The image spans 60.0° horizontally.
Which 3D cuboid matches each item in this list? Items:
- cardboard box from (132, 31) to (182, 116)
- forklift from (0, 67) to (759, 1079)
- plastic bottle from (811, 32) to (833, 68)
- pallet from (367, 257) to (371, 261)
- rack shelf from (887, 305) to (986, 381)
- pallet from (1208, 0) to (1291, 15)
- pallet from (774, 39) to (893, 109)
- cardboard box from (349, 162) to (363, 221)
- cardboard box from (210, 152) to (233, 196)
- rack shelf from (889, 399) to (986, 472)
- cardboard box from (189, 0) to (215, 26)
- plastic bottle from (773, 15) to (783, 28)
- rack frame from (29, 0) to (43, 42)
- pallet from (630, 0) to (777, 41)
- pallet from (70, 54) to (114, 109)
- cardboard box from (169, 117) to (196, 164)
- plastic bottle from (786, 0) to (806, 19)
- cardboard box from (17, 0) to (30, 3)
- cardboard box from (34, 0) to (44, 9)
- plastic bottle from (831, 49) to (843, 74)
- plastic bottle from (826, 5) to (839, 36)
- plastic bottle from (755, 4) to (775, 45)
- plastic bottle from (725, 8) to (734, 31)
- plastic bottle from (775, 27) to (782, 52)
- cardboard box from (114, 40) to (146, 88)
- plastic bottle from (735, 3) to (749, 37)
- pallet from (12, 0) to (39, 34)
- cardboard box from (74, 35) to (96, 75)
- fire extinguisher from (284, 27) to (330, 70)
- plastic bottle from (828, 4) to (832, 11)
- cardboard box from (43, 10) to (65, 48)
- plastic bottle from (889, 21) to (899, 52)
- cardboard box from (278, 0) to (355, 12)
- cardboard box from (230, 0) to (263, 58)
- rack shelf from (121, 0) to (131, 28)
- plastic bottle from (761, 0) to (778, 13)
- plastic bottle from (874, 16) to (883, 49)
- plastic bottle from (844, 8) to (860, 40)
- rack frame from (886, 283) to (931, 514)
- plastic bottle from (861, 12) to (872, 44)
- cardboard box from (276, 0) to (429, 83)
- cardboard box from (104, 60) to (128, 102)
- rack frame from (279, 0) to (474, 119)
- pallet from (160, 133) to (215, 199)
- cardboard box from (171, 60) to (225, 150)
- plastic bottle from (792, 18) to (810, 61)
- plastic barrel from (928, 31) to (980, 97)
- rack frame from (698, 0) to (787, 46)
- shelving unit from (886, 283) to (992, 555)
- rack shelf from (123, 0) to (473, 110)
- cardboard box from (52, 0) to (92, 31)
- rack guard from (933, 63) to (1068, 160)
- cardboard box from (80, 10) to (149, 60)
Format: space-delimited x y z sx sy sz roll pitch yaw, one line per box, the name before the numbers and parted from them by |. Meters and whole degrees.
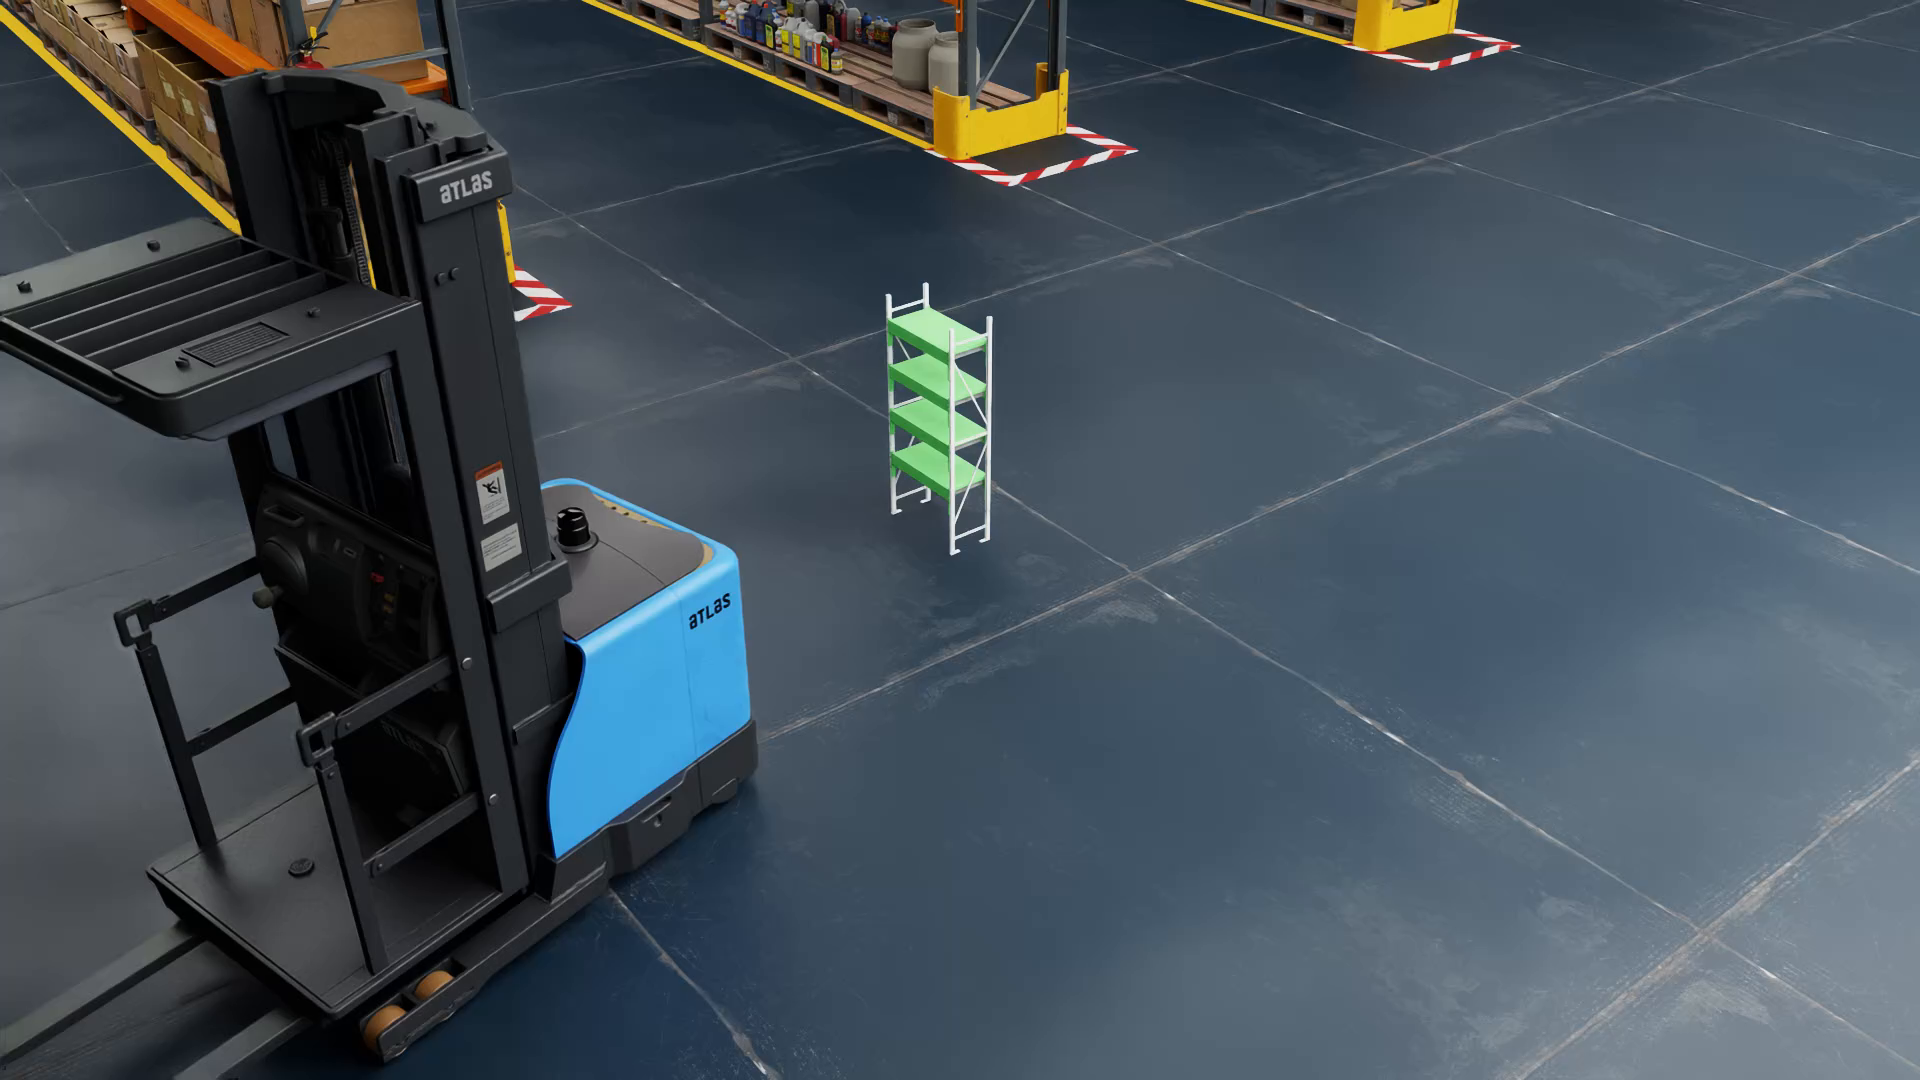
cardboard box | -5.915 -3.583 12.674 0.500 0.500 0.500 -22 38 -31
forklift | -2.103 0.168 5.201 1.130 2.935 3.031 22 38 31
plastic bottle | -1.190 -4.250 14.415 0.152 0.276 0.135 -22 38 -31
pallet | -4.002 -2.003 11.274 1.003 0.211 1.213 -22 38 -31
rack shelf | -0.101 -0.932 7.825 0.258 0.148 0.480 -22 38 -31
pallet | 3.067 -5.791 17.373 1.003 0.211 1.213 -22 38 -31
pallet | -0.906 -4.163 14.753 1.003 0.211 1.213 -22 38 -31
cardboard box | -4.063 -2.338 10.669 0.500 0.500 0.500 -22 38 -31
cardboard box | -4.991 -2.641 11.868 0.500 0.250 0.500 -22 38 -31
rack shelf | -0.101 -0.524 8.078 0.258 0.148 0.480 -22 38 -31
cardboard box | -5.042 -3.980 11.721 0.700 0.500 0.500 -22 38 -31
plastic bottle | -1.635 -4.579 14.949 0.097 0.271 0.097 0 32 0
rack frame | -8.405 -6.216 15.415 1.000 3.000 0.127 -22 38 -31
pallet | -2.550 -5.280 16.551 1.003 0.211 1.213 -22 38 -31
pallet | -7.187 -4.168 14.760 1.003 0.211 1.213 -22 38 -31
cardboard box | -5.605 -3.058 12.539 0.500 0.250 0.500 -22 38 -31
plastic bottle | -1.529 -4.990 15.535 0.144 0.351 0.185 -22 38 -31
cardboard box | -9.164 -5.655 16.464 0.500 0.500 0.500 -21 37 -30
cardboard box | -8.316 -5.151 15.378 0.500 0.311 0.500 -21 37 -30
plastic bottle | -1.057 -4.105 14.251 0.097 0.201 0.097 0 32 0
plastic bottle | -1.164 -4.749 15.211 0.061 0.283 0.133 -22 38 -31
plastic bottle | -1.754 -4.662 15.007 0.144 0.351 0.185 -24 39 -33
plastic bottle | -2.126 -4.831 15.421 0.097 0.201 0.097 0 32 0
plastic bottle | -1.599 -4.473 14.845 0.097 0.201 0.097 0 32 0
cardboard box | -6.427 -3.874 13.320 0.500 0.311 0.500 -22 38 -31
plastic bottle | -1.968 -4.779 15.267 0.152 0.276 0.135 -21 37 -30
pallet | -8.833 -5.355 16.672 1.003 0.211 1.213 -22 38 -31
cardboard box | -7.369 -4.275 14.499 0.500 0.250 0.500 -21 38 -30
fire extinguisher | -3.794 -2.649 9.746 0.296 0.674 0.183 -22 38 -31
plastic bottle | -1.164 -4.873 15.411 0.061 0.283 0.133 -20 37 -28
cardboard box | -8.007 -4.704 15.189 0.500 0.250 0.500 -23 39 -33
plastic bottle | -0.574 -4.473 14.766 0.061 0.283 0.133 -22 38 -31
cardboard box | -3.884 -3.298 10.007 0.380 0.149 0.250 -23 39 -32
cardboard box | -4.401 -3.549 11.027 0.700 0.500 0.500 -22 38 -31
rack shelf | -7.179 -5.077 14.263 1.077 0.370 4.000 -22 38 -31
plastic bottle | -1.756 -4.788 15.209 0.144 0.351 0.185 -22 38 -31
plastic bottle | -0.722 -4.552 14.905 0.097 0.271 0.097 0 32 0
plastic bottle | -1.002 -4.721 15.173 0.152 0.276 0.135 -22 38 -31
rack frame | -0.251 -0.680 8.208 0.240 1.200 0.015 -22 38 -31
plastic bottle | -0.846 -4.636 15.041 0.097 0.271 0.097 0 32 0
cardboard box | -3.776 -3.123 10.341 0.700 0.500 0.500 -22 38 -31
cardboard box | -6.744 -3.850 13.813 0.500 0.250 0.500 -23 39 -32
rack frame | -3.499 -2.882 10.047 1.000 3.000 0.127 -22 38 -31
pallet | -5.498 -3.019 12.911 1.003 0.211 1.213 -22 38 -31
cardboard box | -5.302 -3.167 12.003 0.500 0.500 0.500 -22 38 -31
plastic bottle | -1.380 -4.408 14.597 0.144 0.351 0.185 -21 37 -29
plastic barrel | -0.048 -3.854 13.572 0.421 0.512 0.421 0 32 0
rack frame | -2.037 -6.150 15.309 1.000 3.000 0.127 -22 38 -31
shelving unit | -0.101 -0.579 8.045 0.258 1.200 0.503 -22 38 -31
rack shelf | -4.726 -3.410 11.579 1.077 0.370 4.000 -22 38 -31
cardboard box | -7.676 -4.722 14.686 0.500 0.311 0.500 -23 39 -33
rack guard | 0.332 -3.438 13.311 1.175 0.500 0.348 -22 38 -31
cardboard box | -7.055 -4.297 14.002 0.500 0.311 0.500 -22 38 -32
